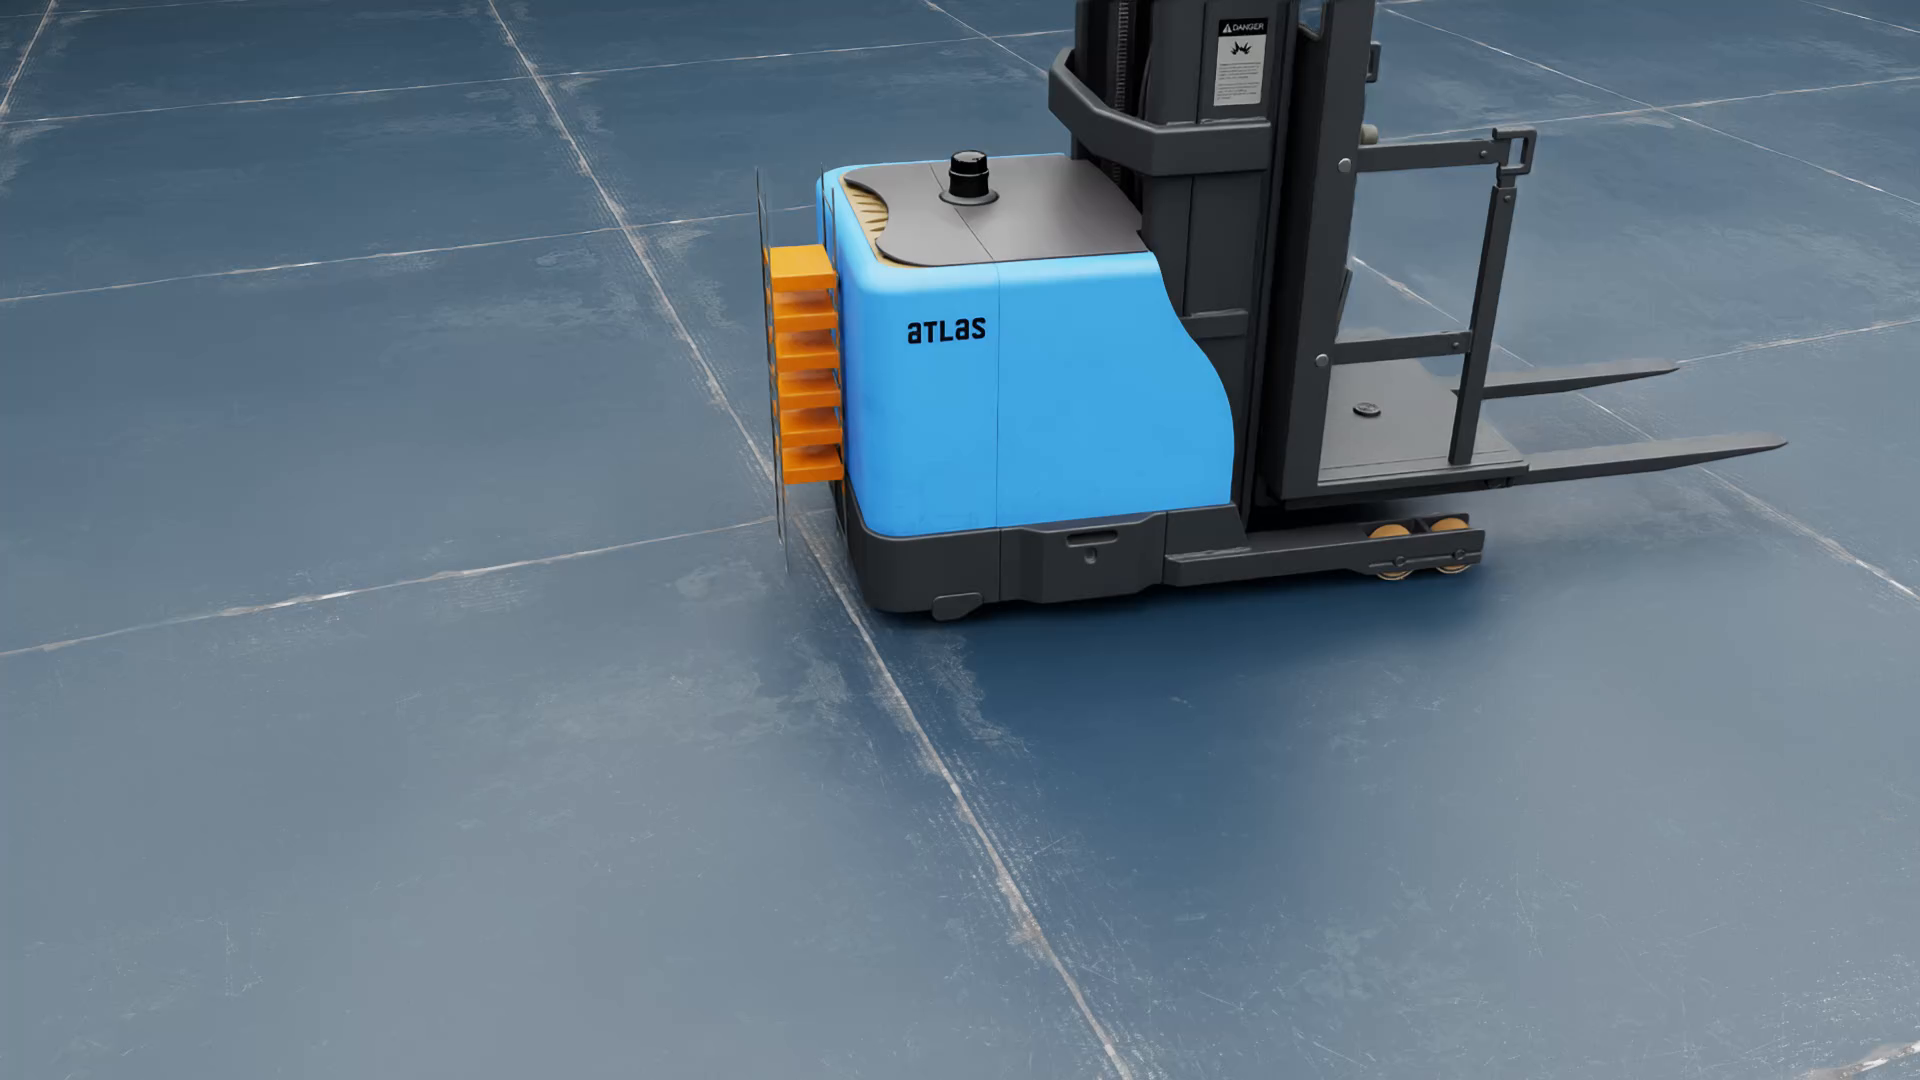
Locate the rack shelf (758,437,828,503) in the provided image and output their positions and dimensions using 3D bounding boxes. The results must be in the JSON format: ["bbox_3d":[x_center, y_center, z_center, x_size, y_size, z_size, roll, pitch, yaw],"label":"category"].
[{"bbox_3d":[-0.505,-0.224,5.006,0.180,0.103,0.258,-6,30,-10],"label":"rack shelf"}]

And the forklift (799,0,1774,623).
[{"bbox_3d":[1.069,-1.396,4.740,3.031,2.935,1.130,-6,30,-10],"label":"forklift"}]

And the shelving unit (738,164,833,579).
[{"bbox_3d":[-0.505,-0.471,4.865,0.189,1.200,0.258,-6,30,-10],"label":"shelving unit"}]

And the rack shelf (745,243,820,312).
[{"bbox_3d":[-0.505,-0.745,4.709,0.180,0.103,0.258,-6,30,-10],"label":"rack shelf"}]

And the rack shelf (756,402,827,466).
[{"bbox_3d":[-0.505,-0.328,4.946,0.180,0.103,0.258,-6,30,-10],"label":"rack shelf"}]

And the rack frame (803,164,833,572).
[{"bbox_3d":[-0.416,-0.481,4.881,0.006,1.200,0.240,-6,30,-10],"label":"rack frame"}]

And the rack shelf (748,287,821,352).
[{"bbox_3d":[-0.505,-0.641,4.768,0.180,0.103,0.258,-6,30,-10],"label":"rack shelf"}]

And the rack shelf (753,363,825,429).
[{"bbox_3d":[-0.505,-0.433,4.887,0.180,0.103,0.258,-6,30,-10],"label":"rack shelf"}]

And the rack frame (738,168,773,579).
[{"bbox_3d":[-0.595,-0.462,4.849,0.006,1.200,0.240,-6,30,-10],"label":"rack frame"}]

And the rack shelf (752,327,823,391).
[{"bbox_3d":[-0.505,-0.537,4.828,0.180,0.103,0.258,-6,30,-10],"label":"rack shelf"}]
